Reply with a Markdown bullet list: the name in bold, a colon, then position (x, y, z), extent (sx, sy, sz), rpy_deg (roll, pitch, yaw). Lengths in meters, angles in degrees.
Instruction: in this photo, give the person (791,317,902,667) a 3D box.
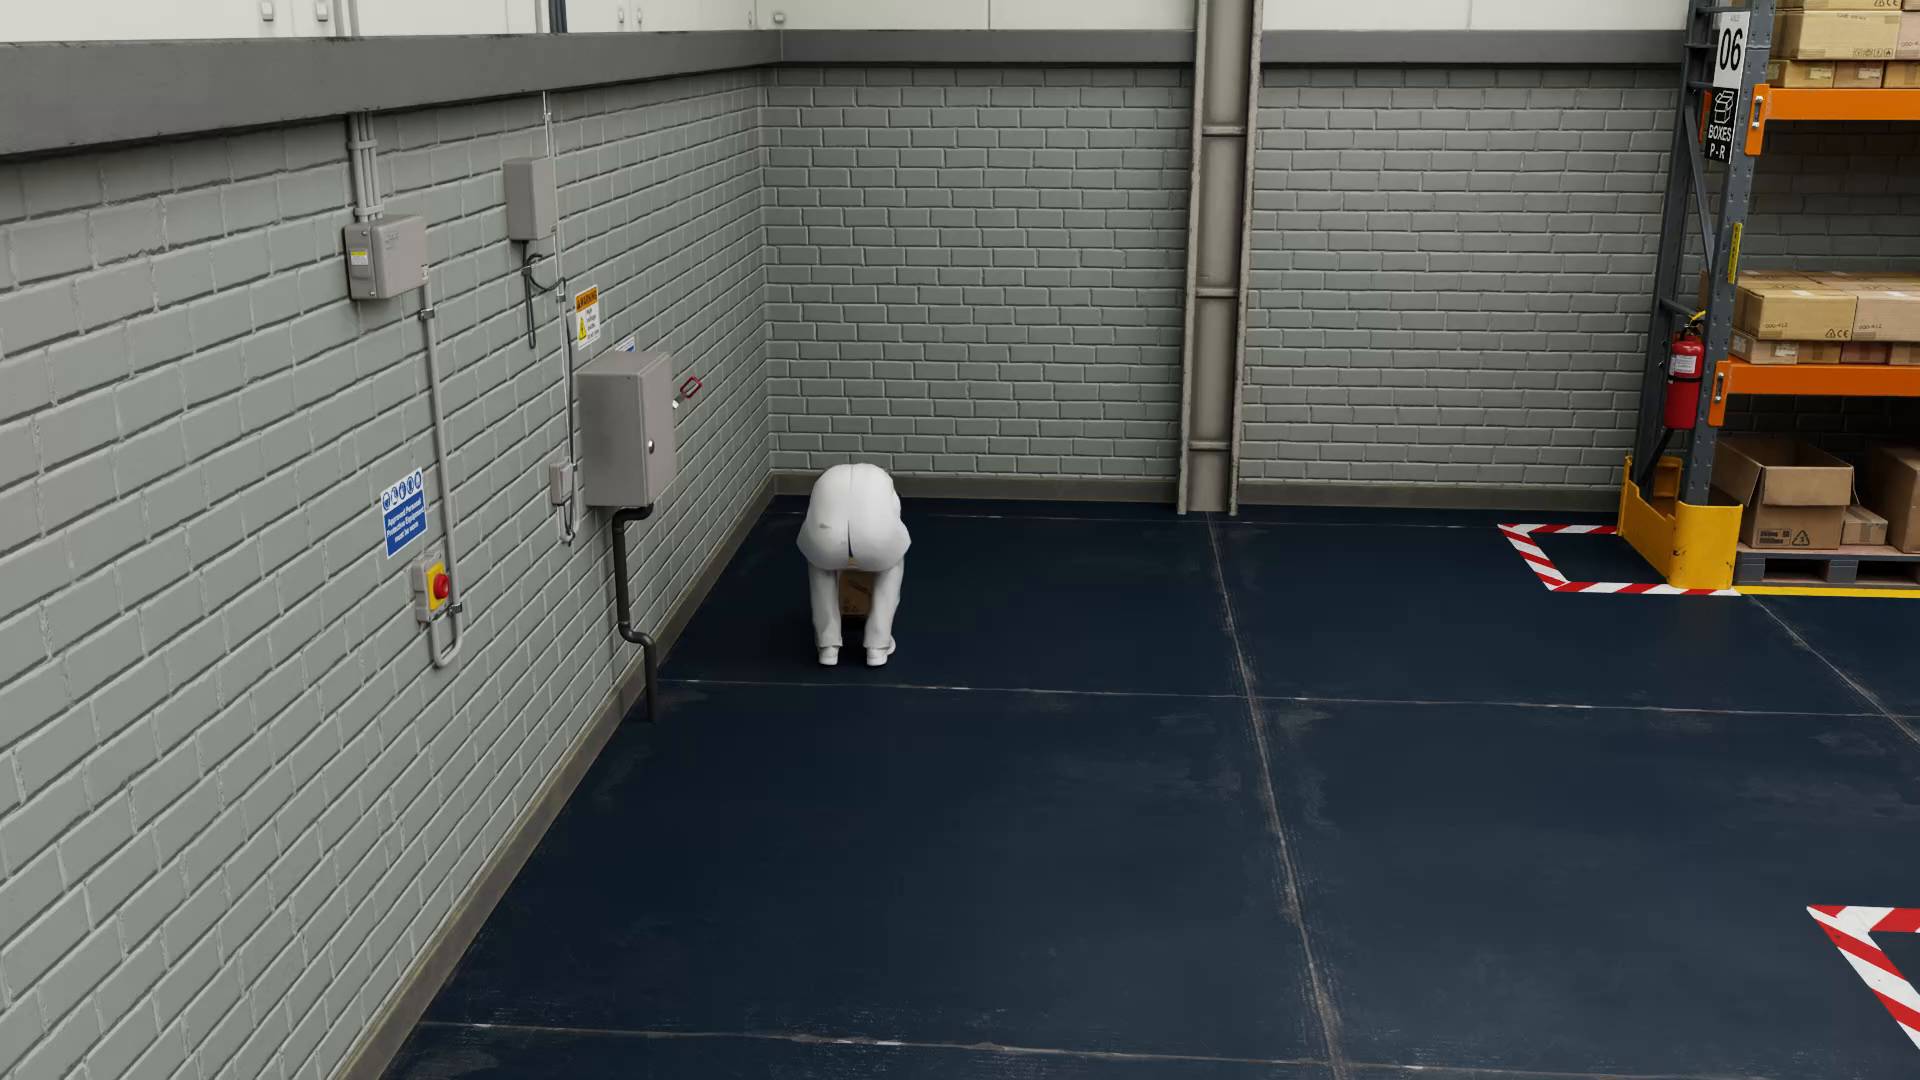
- **person**: position (-0.551, -0.266, 8.422), extent (0.542, 1.779, 0.541), rpy_deg (1, 17, 4)
